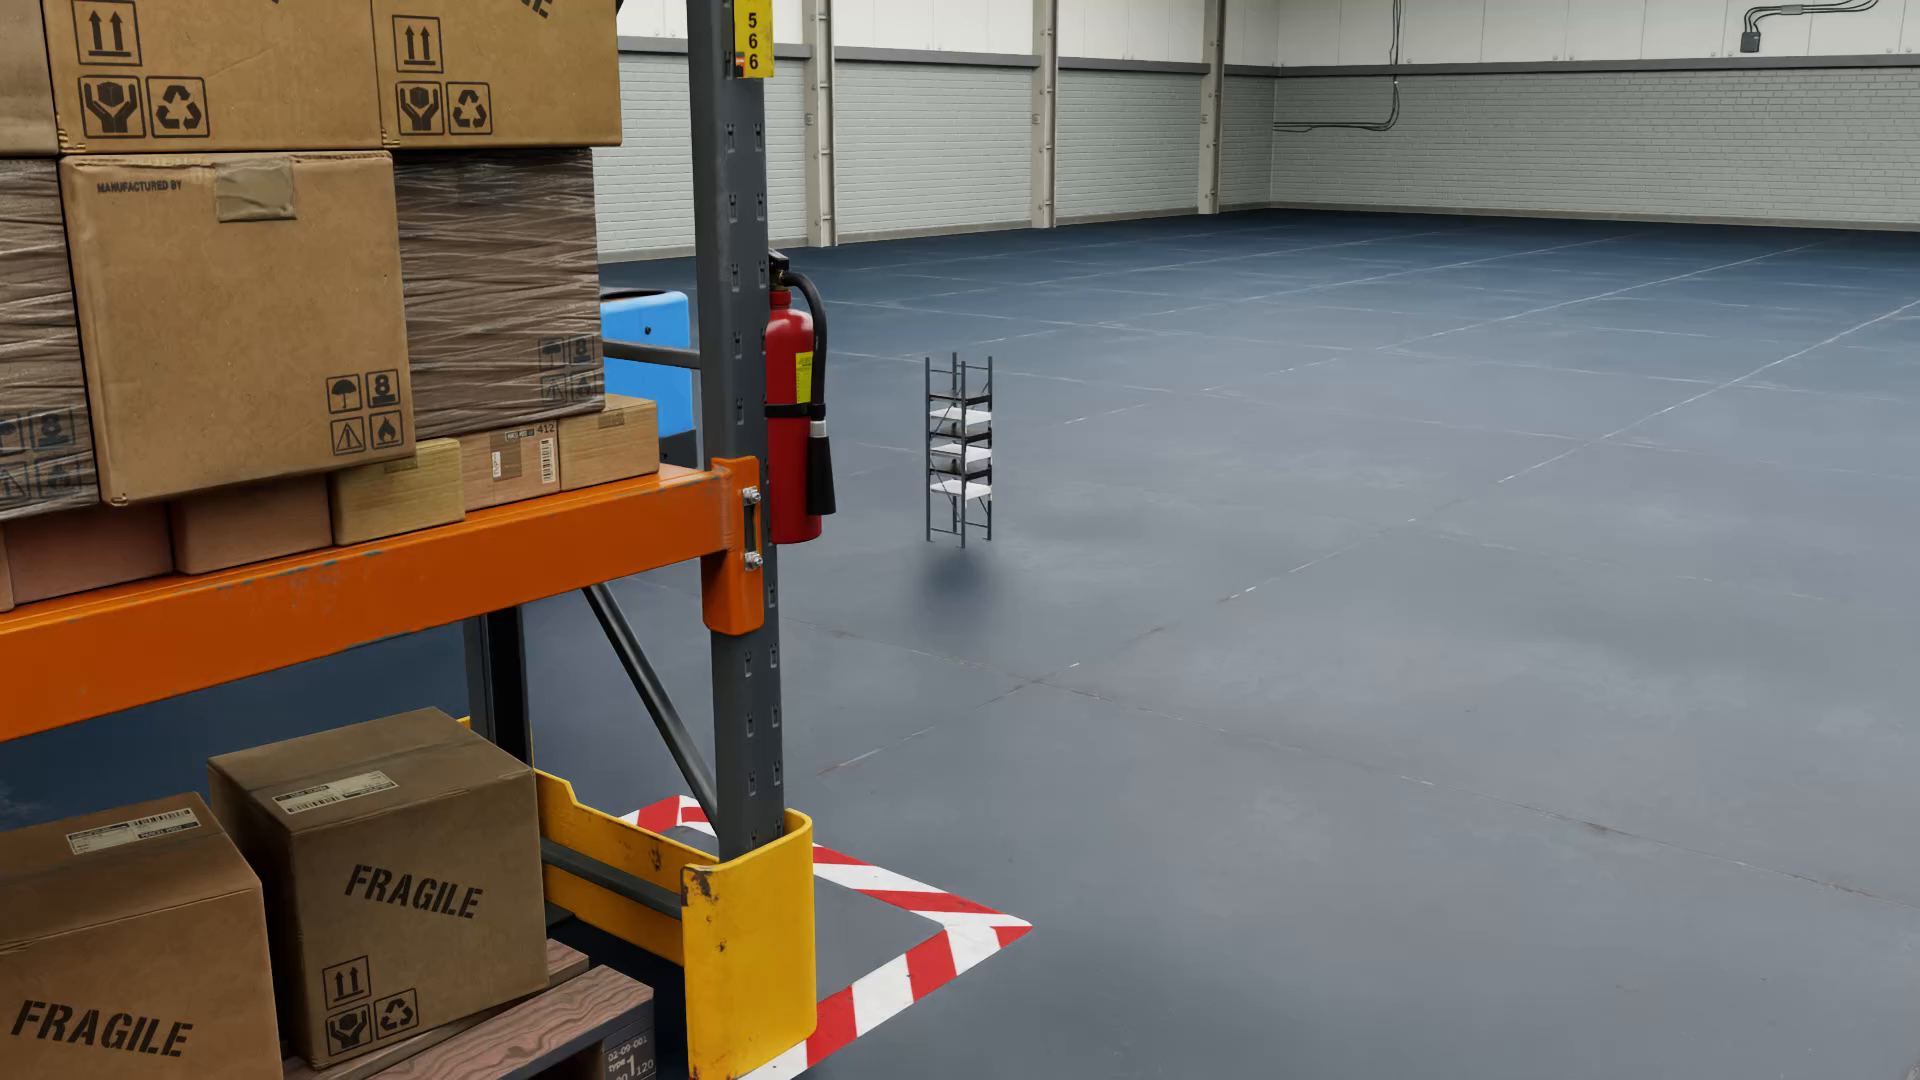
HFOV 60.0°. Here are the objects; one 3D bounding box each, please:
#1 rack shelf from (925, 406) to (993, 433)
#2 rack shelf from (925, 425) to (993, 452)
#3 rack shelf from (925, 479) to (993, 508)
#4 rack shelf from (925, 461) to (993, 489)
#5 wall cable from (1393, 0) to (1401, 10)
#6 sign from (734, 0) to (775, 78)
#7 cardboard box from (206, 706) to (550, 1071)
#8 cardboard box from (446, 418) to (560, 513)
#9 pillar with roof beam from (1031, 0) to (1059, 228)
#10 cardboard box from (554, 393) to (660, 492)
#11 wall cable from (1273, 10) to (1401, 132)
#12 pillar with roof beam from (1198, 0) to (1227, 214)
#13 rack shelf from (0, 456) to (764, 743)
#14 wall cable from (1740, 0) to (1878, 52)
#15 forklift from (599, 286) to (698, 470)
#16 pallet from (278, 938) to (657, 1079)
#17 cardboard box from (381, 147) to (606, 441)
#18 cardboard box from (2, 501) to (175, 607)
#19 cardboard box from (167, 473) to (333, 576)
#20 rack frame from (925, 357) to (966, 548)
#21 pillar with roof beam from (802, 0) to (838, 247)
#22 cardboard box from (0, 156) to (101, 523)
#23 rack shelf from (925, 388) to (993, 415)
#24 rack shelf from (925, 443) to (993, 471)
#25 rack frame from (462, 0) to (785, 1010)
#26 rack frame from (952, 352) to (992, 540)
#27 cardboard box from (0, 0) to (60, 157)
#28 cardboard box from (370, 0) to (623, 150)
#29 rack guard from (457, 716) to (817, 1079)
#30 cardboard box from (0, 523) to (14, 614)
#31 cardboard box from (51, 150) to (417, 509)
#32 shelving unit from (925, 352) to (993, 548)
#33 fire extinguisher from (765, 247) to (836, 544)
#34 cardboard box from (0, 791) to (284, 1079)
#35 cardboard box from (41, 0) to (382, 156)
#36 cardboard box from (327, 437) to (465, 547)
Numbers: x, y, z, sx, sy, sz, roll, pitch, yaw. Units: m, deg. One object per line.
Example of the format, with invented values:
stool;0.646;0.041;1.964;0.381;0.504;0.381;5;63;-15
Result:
rack shelf;-0.005;-0.577;7.970;0.258;0.077;0.200;11;18;38
rack shelf;-0.005;-0.490;7.992;0.258;0.077;0.200;11;18;38
rack shelf;-0.005;-0.228;8.059;0.258;0.077;0.200;11;18;38
rack shelf;-0.005;-0.315;8.036;0.258;0.077;0.200;11;18;38
wall cable;10.317;-12.267;34.183;3.097;2.526;0.112;11;18;38
sign;-0.394;-1.048;3.161;0.100;0.325;0.005;11;18;38
cardboard box;-1.219;0.702;3.491;0.500;0.500;0.500;-12;18;-39
cardboard box;-0.989;-0.167;3.198;0.380;0.149;0.250;11;18;38
pillar with roof beam;4.910;-9.568;27.509;9.100;9.000;0.400;11;18;38
cardboard box;-0.832;-0.215;3.386;0.380;0.149;0.250;11;18;38
wall cable;8.212;-10.238;36.452;3.097;2.526;0.112;11;18;38
pillar with roof beam;8.681;-10.717;32.032;9.100;9.000;0.400;11;18;38
rack shelf;-2.070;0.309;2.277;1.077;0.370;4.000;11;18;38
wall cable;15.586;-11.919;29.856;2.305;6.003;0.169;11;18;38
forklift;-3.034;-1.806;9.278;3.031;2.935;1.130;7;16;25
pallet;-1.399;1.093;3.391;1.003;0.211;1.213;11;18;38
cardboard box;-1.180;-0.515;3.249;0.875;0.500;0.500;11;18;38
cardboard box;-1.465;-0.024;2.636;0.380;0.149;0.250;11;18;38
cardboard box;-1.276;-0.066;2.799;0.380;0.149;0.250;11;18;38
rack frame;-0.069;-0.415;7.929;0.240;0.900;0.006;11;18;38
pillar with roof beam;1.139;-8.419;22.986;9.100;9.000;0.400;11;18;38
cardboard box;-1.749;-0.311;2.448;0.875;0.500;0.500;11;18;38
rack shelf;-0.005;-0.664;7.948;0.258;0.077;0.200;11;18;38
rack shelf;-0.005;-0.402;8.014;0.258;0.077;0.200;11;18;38
rack frame;-0.813;-0.423;3.696;1.000;3.000;0.127;11;18;38
rack frame;0.059;-0.454;8.083;0.240;0.900;0.006;11;18;38
cardboard box;-1.593;-0.765;2.203;0.500;0.500;0.500;11;18;38
cardboard box;-0.967;-0.957;2.959;0.500;0.500;0.500;11;18;38
rack guard;-0.861;0.803;3.946;1.175;0.500;0.348;11;18;38
cardboard box;-1.605;0.027;2.434;0.380;0.149;0.250;11;18;38
cardboard box;-1.401;-0.400;2.799;0.875;0.500;0.500;11;18;38
shelving unit;-0.005;-0.435;8.006;0.258;0.900;0.210;11;18;38
fire extinguisher;-0.383;-0.336;3.511;0.296;0.674;0.183;11;18;38
cardboard box;-1.568;0.822;3.020;0.500;0.500;0.500;-10;17;-35
cardboard box;-1.277;-0.860;2.578;0.500;0.500;0.500;11;18;38
cardboard box;-1.107;-0.111;2.978;0.380;0.149;0.250;11;18;38
